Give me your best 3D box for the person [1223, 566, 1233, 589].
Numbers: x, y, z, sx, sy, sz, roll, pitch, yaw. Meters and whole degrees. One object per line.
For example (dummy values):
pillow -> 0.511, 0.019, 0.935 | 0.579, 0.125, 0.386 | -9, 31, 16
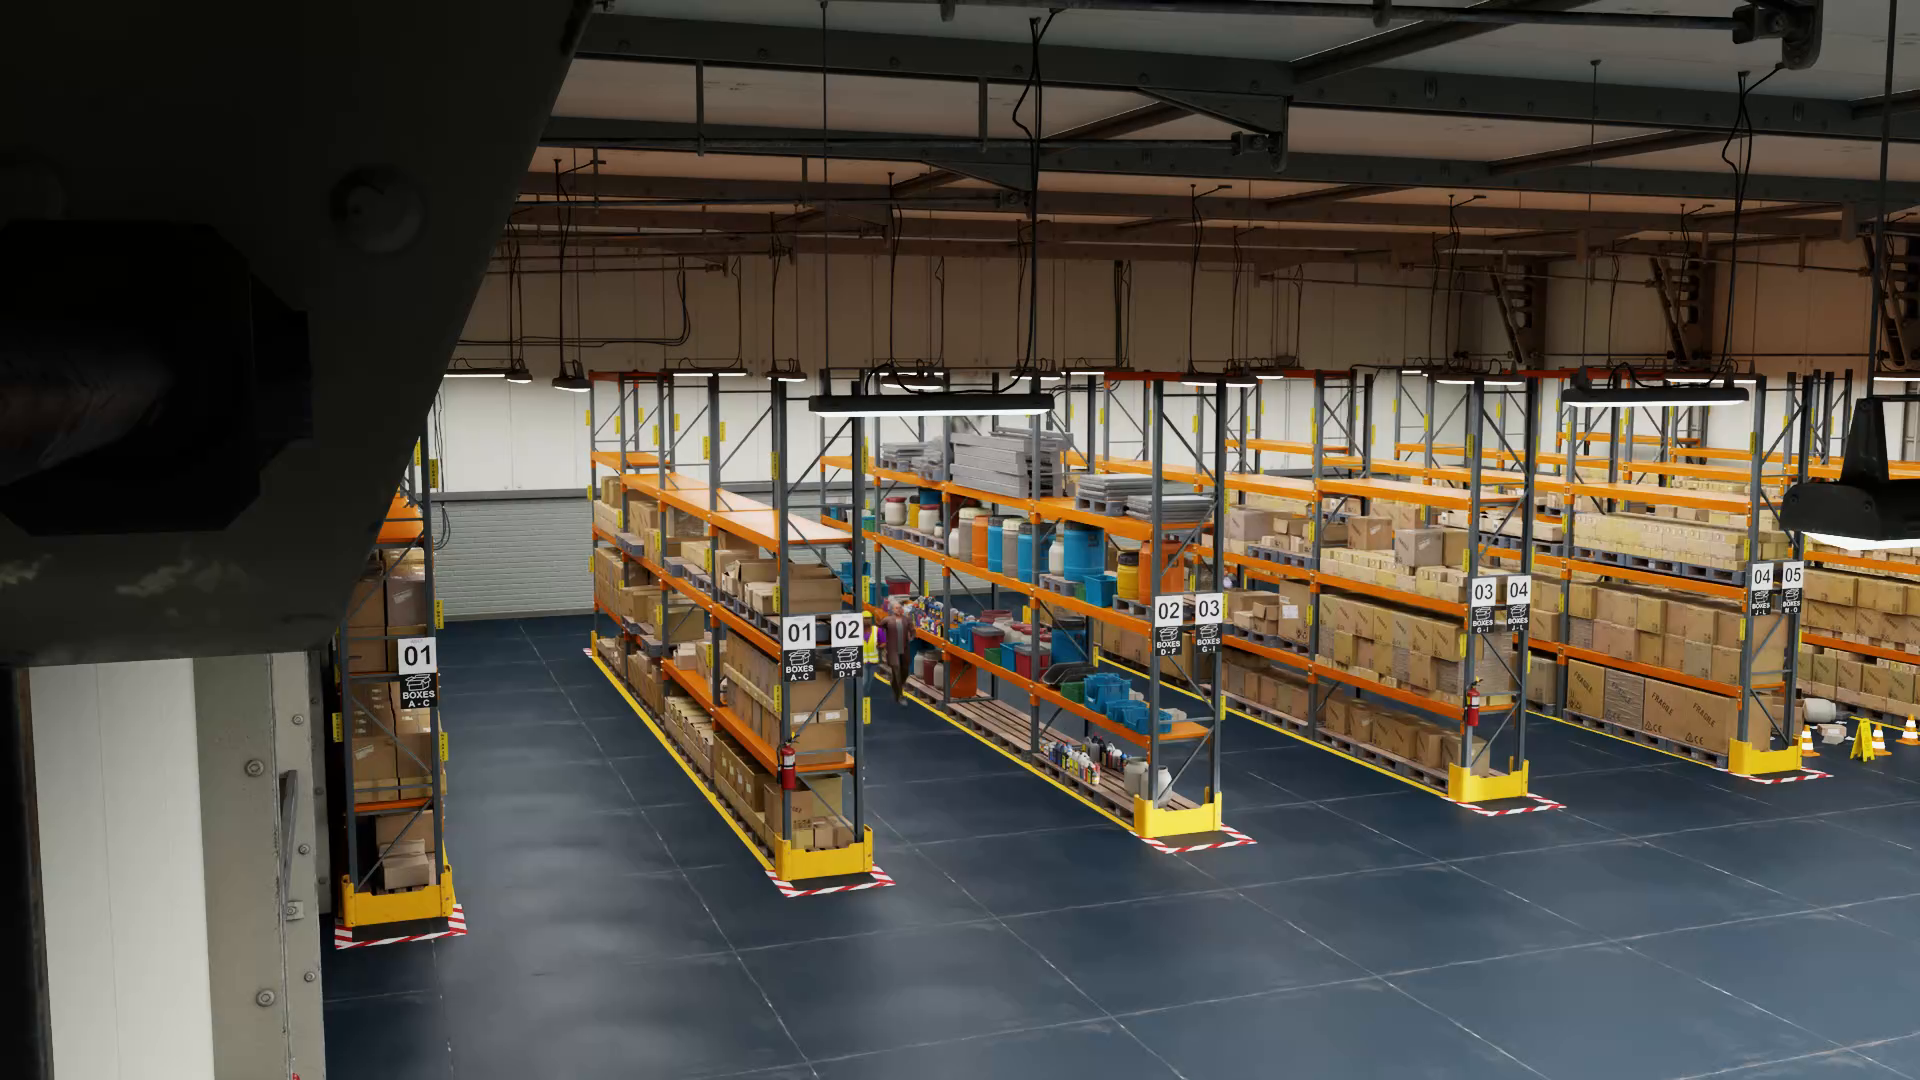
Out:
person -> 5.859, 1.396, 36.979 | 0.620, 1.612, 0.890 | -4, 7, -29

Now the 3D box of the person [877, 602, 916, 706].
person -> -1.079, 1.960, 28.800 | 0.719, 1.783, 0.893 | -3, 7, -23

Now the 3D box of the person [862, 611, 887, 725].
person -> -1.561, 2.104, 27.845 | 0.677, 1.884, 0.747 | -2, 7, -19
